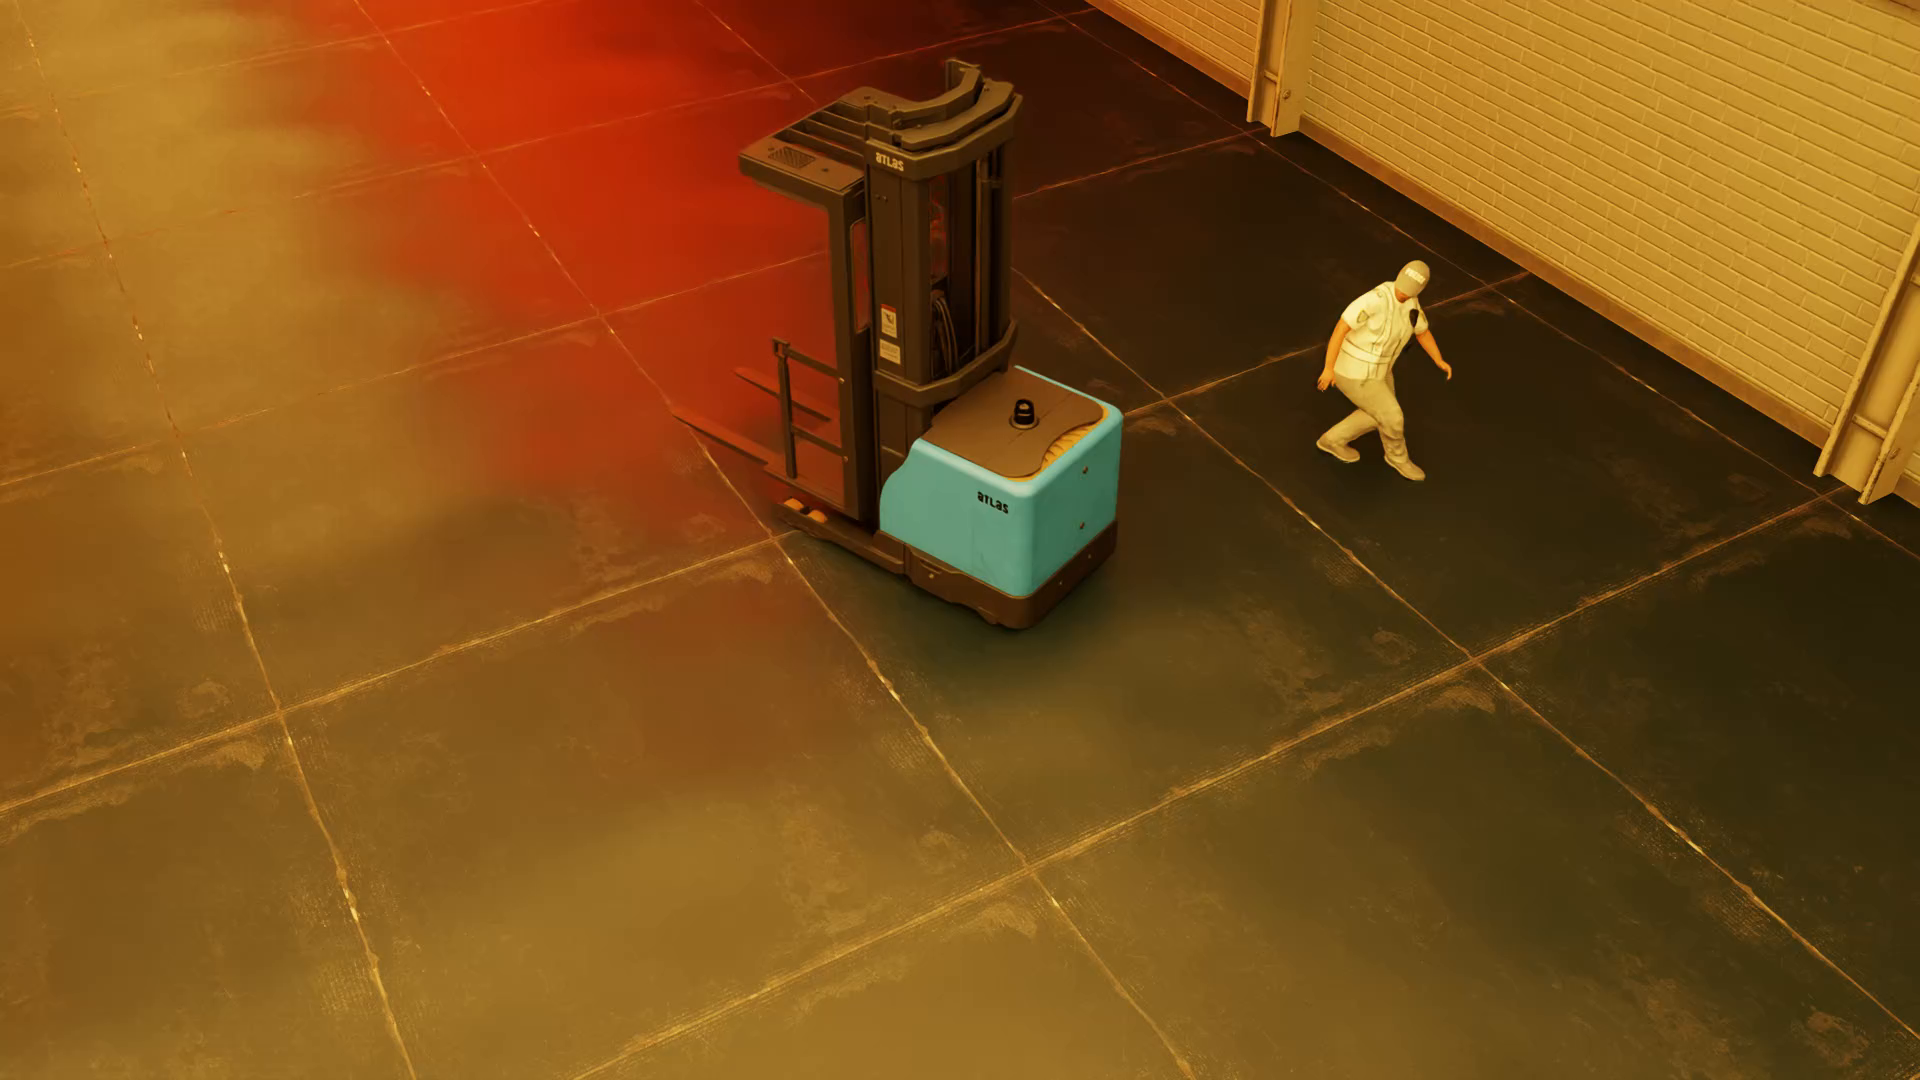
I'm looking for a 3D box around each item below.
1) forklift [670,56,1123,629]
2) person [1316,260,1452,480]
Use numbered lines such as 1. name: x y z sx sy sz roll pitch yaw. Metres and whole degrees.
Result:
1. forklift: -0.521 -1.385 9.706 3.031 2.935 1.130 26 46 28
2. person: 2.655 -1.018 10.386 0.772 1.537 0.726 24 45 26
